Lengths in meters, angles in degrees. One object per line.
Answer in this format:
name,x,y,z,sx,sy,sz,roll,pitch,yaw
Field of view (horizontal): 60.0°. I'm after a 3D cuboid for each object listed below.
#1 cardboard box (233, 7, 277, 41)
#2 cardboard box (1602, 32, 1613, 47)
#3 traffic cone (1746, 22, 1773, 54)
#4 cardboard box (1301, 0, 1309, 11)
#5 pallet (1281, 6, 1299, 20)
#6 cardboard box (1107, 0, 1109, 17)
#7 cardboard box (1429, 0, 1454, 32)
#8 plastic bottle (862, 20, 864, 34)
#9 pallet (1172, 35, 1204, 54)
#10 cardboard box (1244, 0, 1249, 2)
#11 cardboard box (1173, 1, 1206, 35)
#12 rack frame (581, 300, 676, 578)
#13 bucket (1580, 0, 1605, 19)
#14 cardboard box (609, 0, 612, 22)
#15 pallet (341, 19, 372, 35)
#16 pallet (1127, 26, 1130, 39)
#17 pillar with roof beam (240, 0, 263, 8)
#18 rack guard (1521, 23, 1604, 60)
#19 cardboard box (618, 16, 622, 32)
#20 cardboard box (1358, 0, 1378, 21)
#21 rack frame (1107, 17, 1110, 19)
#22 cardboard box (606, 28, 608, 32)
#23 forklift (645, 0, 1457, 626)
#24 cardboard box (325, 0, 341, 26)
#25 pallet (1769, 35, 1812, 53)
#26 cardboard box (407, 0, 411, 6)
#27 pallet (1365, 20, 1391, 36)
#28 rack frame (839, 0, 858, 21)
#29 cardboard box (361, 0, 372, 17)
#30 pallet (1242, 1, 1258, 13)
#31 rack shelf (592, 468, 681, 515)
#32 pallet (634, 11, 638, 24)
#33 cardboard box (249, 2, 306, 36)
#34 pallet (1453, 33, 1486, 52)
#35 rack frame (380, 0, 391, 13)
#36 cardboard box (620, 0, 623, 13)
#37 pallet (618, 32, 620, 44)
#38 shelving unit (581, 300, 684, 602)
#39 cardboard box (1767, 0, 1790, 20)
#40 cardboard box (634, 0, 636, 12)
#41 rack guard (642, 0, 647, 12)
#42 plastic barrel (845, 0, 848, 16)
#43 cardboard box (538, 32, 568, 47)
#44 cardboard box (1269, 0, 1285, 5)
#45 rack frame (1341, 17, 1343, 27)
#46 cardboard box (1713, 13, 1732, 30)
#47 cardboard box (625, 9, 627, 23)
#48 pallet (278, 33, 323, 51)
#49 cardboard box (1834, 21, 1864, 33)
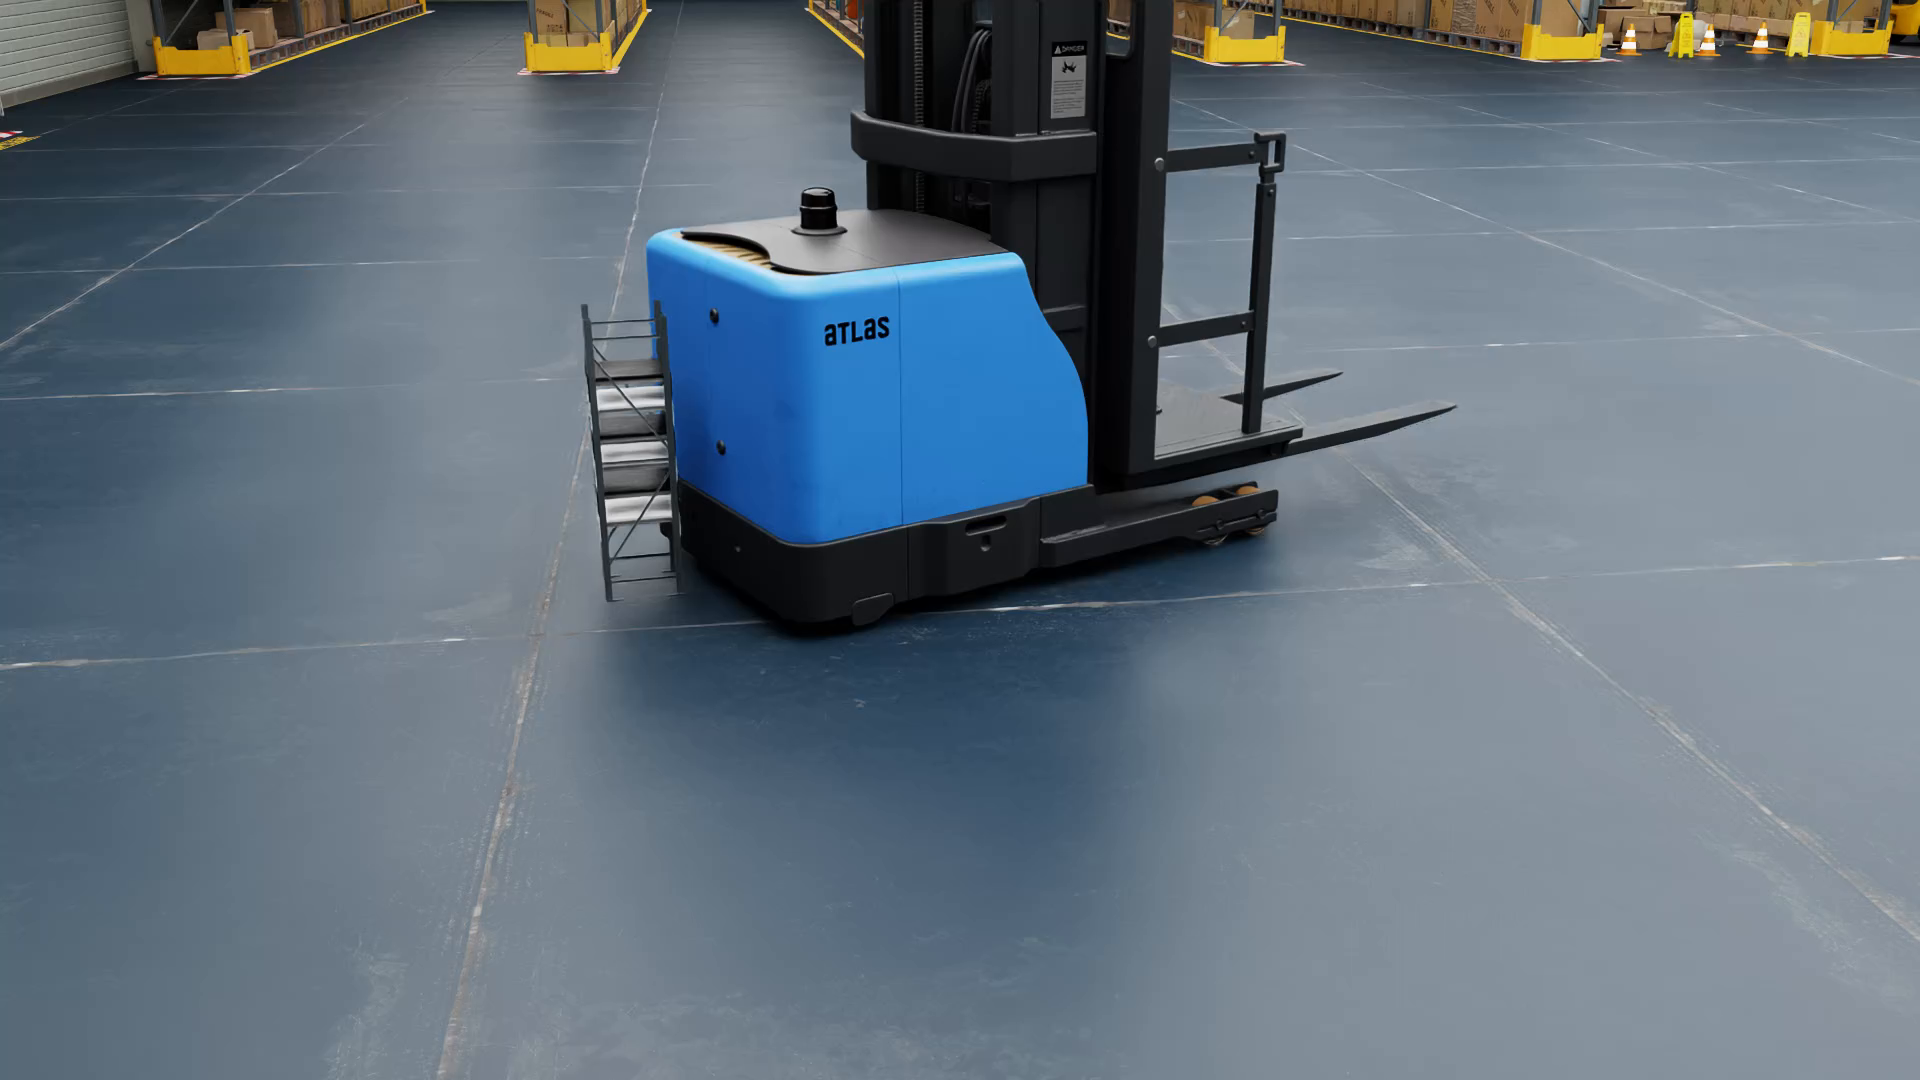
cardboard box,-10.820,-7.895,25.510,0.500,0.500,0.500,-4,21,-12
cardboard box,10.689,-8.399,27.823,0.396,0.266,0.258,1,20,2
traffic cone,12.740,-7.977,26.412,0.336,0.463,0.334,-3,21,-8
cardboard box,7.476,-11.344,34.775,0.500,0.500,0.500,-3,21,-7
pallet,7.579,-11.376,35.872,1.003,0.211,1.213,-3,21,-8
cardboard box,3.040,-10.793,32.762,1.225,0.875,0.875,-4,21,-10
cardboard box,8.640,-9.162,28.395,0.875,0.875,0.875,-3,21,-7
plastic bottle,-1.520,-8.404,27.193,0.152,0.276,0.135,-2,21,-6
pallet,4.007,-8.006,26.850,1.003,0.211,1.213,-3,21,-8
cardboard box,6.818,-12.560,38.531,0.380,0.149,0.250,-4,21,-10
cardboard box,3.804,-8.654,27.571,0.500,0.500,0.500,4,21,9
rack frame,-1.038,-0.307,5.246,0.240,0.900,0.006,-5,22,-13
bucket,10.919,-9.429,29.181,0.726,0.611,0.620,4,11,11
cardboard box,-5.764,-8.405,26.190,0.500,0.500,0.500,-3,21,-8
pallet,-11.625,-9.572,31.044,1.003,0.211,1.213,-3,21,-8
pallet,3.582,-8.930,29.323,1.003,0.211,1.213,-3,21,-8
pillar with roof beam,-7.994,-13.136,28.024,9.100,9.000,0.400,-3,21,-8
rack guard,9.199,-7.617,25.397,1.175,0.500,0.348,-3,21,-8
cardboard box,-5.993,-8.706,28.068,0.500,0.250,0.500,-2,21,-6
cardboard box,8.170,-10.191,31.331,1.050,0.750,0.750,-3,21,-7
rack frame,3.119,-11.351,31.821,1.000,3.000,0.127,-3,21,-8
cardboard box,-5.536,-7.535,24.932,0.500,0.250,0.500,-3,21,-8
forklift,0.498,-1.495,5.530,3.031,2.935,1.130,-13,24,-31
cardboard box,-11.430,-9.390,29.515,0.700,0.500,0.500,-3,21,-7
pallet,13.986,-8.084,27.060,1.003,0.211,1.213,-3,21,-8
cardboard box,-12.467,-11.987,36.495,0.700,0.500,0.500,-3,21,-8
pallet,8.253,-9.562,31.016,1.003,0.211,1.213,-3,21,-8
rack frame,-1.782,-11.102,31.153,1.000,3.000,0.127,-3,21,-8
cardboard box,-11.682,-10.356,31.630,0.750,0.750,0.750,-3,21,-8
pallet,7.154,-12.299,38.345,1.003,0.211,1.213,-3,21,-8
rack shelf,-1.013,-0.157,5.198,0.258,0.077,0.200,-5,22,-13
pallet,-7.106,-10.652,33.934,1.003,0.211,1.213,-3,21,-8
cardboard box,-11.132,-8.506,27.147,0.700,0.500,0.500,-2,21,-6
pallet,8.830,-8.185,27.328,1.003,0.211,1.213,-3,21,-8
rack frame,-12.162,-11.987,33.523,1.000,3.000,0.127,-3,21,-8
cardboard box,-6.144,-9.327,28.930,0.500,0.311,0.500,-2,21,-6
pallet,-6.253,-8.415,27.945,1.003,0.211,1.213,-3,21,-8
shelving unit,-1.013,-0.272,5.154,0.258,0.900,0.210,-5,22,-13
cardboard box,13.627,-8.786,27.211,0.500,0.500,0.500,-2,21,-6
cardboard box,-6.843,-10.945,33.677,0.500,0.500,0.500,-3,21,-8
rack guard,-7.827,-12.426,38.270,1.175,0.500,0.348,-3,21,-8
plastic barrel,-2.039,-10.492,32.477,0.421,0.512,0.421,0,20,0
cardboard box,-5.901,-7.163,23.936,0.500,0.250,0.500,-3,21,-8
cardboard box,7.072,-11.931,36.848,0.380,0.149,0.250,-3,21,-7
rack frame,8.042,-11.567,32.397,1.000,3.000,0.127,-3,21,-8
cardboard box,13.408,-8.973,28.782,0.500,0.250,0.500,-2,21,-5
cardboard box,-6.367,-9.592,30.440,0.500,0.250,0.500,-2,21,-6
pallet,-11.123,-8.180,27.316,1.003,0.211,1.213,-3,21,-8
cardboard box,14.236,-8.283,26.936,0.500,0.250,0.500,-3,21,-8
